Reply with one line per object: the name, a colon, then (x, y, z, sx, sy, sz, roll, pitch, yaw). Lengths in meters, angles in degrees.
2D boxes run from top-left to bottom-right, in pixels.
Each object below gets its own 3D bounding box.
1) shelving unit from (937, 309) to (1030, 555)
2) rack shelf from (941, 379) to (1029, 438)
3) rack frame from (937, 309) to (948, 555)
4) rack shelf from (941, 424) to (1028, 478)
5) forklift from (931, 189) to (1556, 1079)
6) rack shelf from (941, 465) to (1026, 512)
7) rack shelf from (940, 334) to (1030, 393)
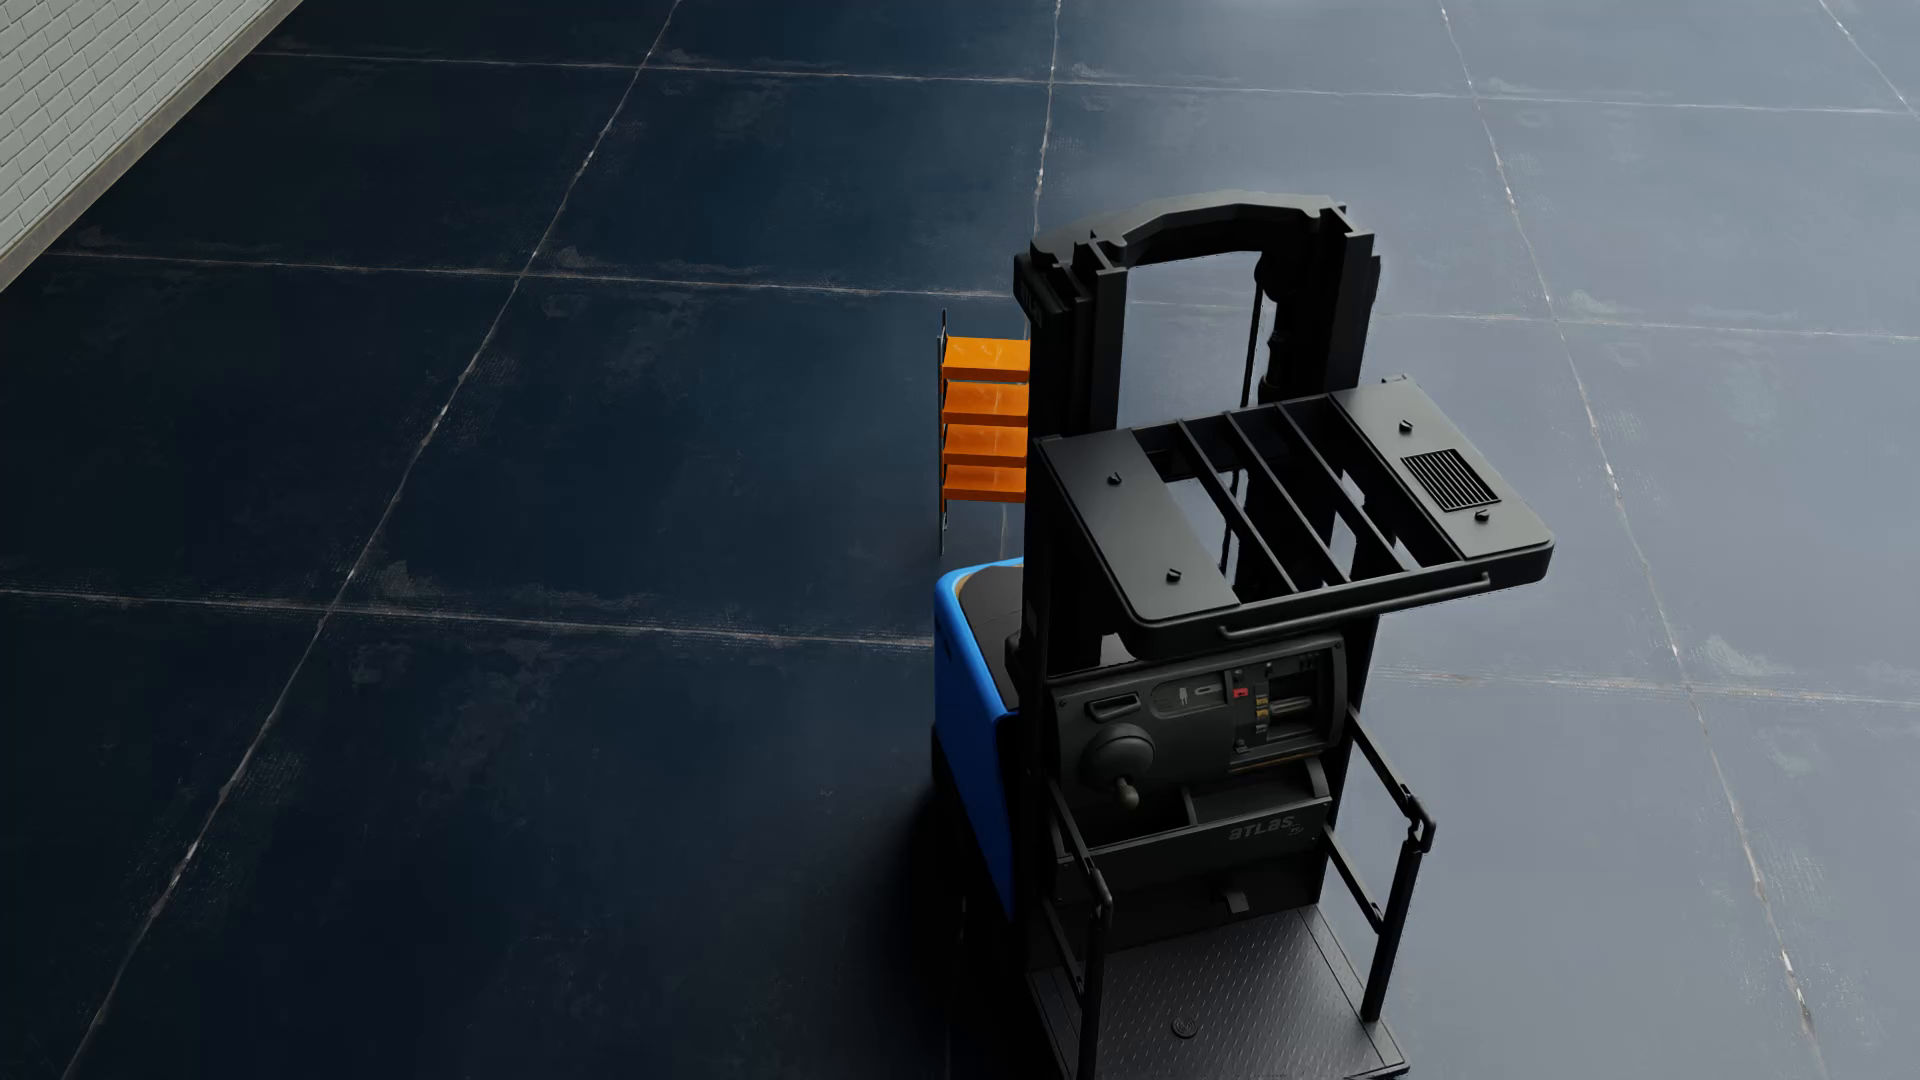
shelving unit: (0.165, -0.456, 7.531, 0.503, 1.200, 0.258, 3, 39, 4)
rack shelf: (0.165, -0.578, 7.432, 0.480, 0.148, 0.258, 3, 39, 4)
rack frame: (-0.078, -0.470, 7.547, 0.015, 1.200, 0.240, 3, 39, 4)
rack shelf: (0.165, -0.404, 7.573, 0.480, 0.148, 0.258, 3, 39, 4)
forklift: (0.791, 0.623, 4.834, 1.130, 2.935, 3.031, -10, 40, -13)
rack shelf: (0.165, -0.250, 7.698, 0.480, 0.148, 0.258, 3, 39, 4)
rack shelf: (0.165, -0.761, 7.283, 0.480, 0.148, 0.258, 3, 39, 4)
